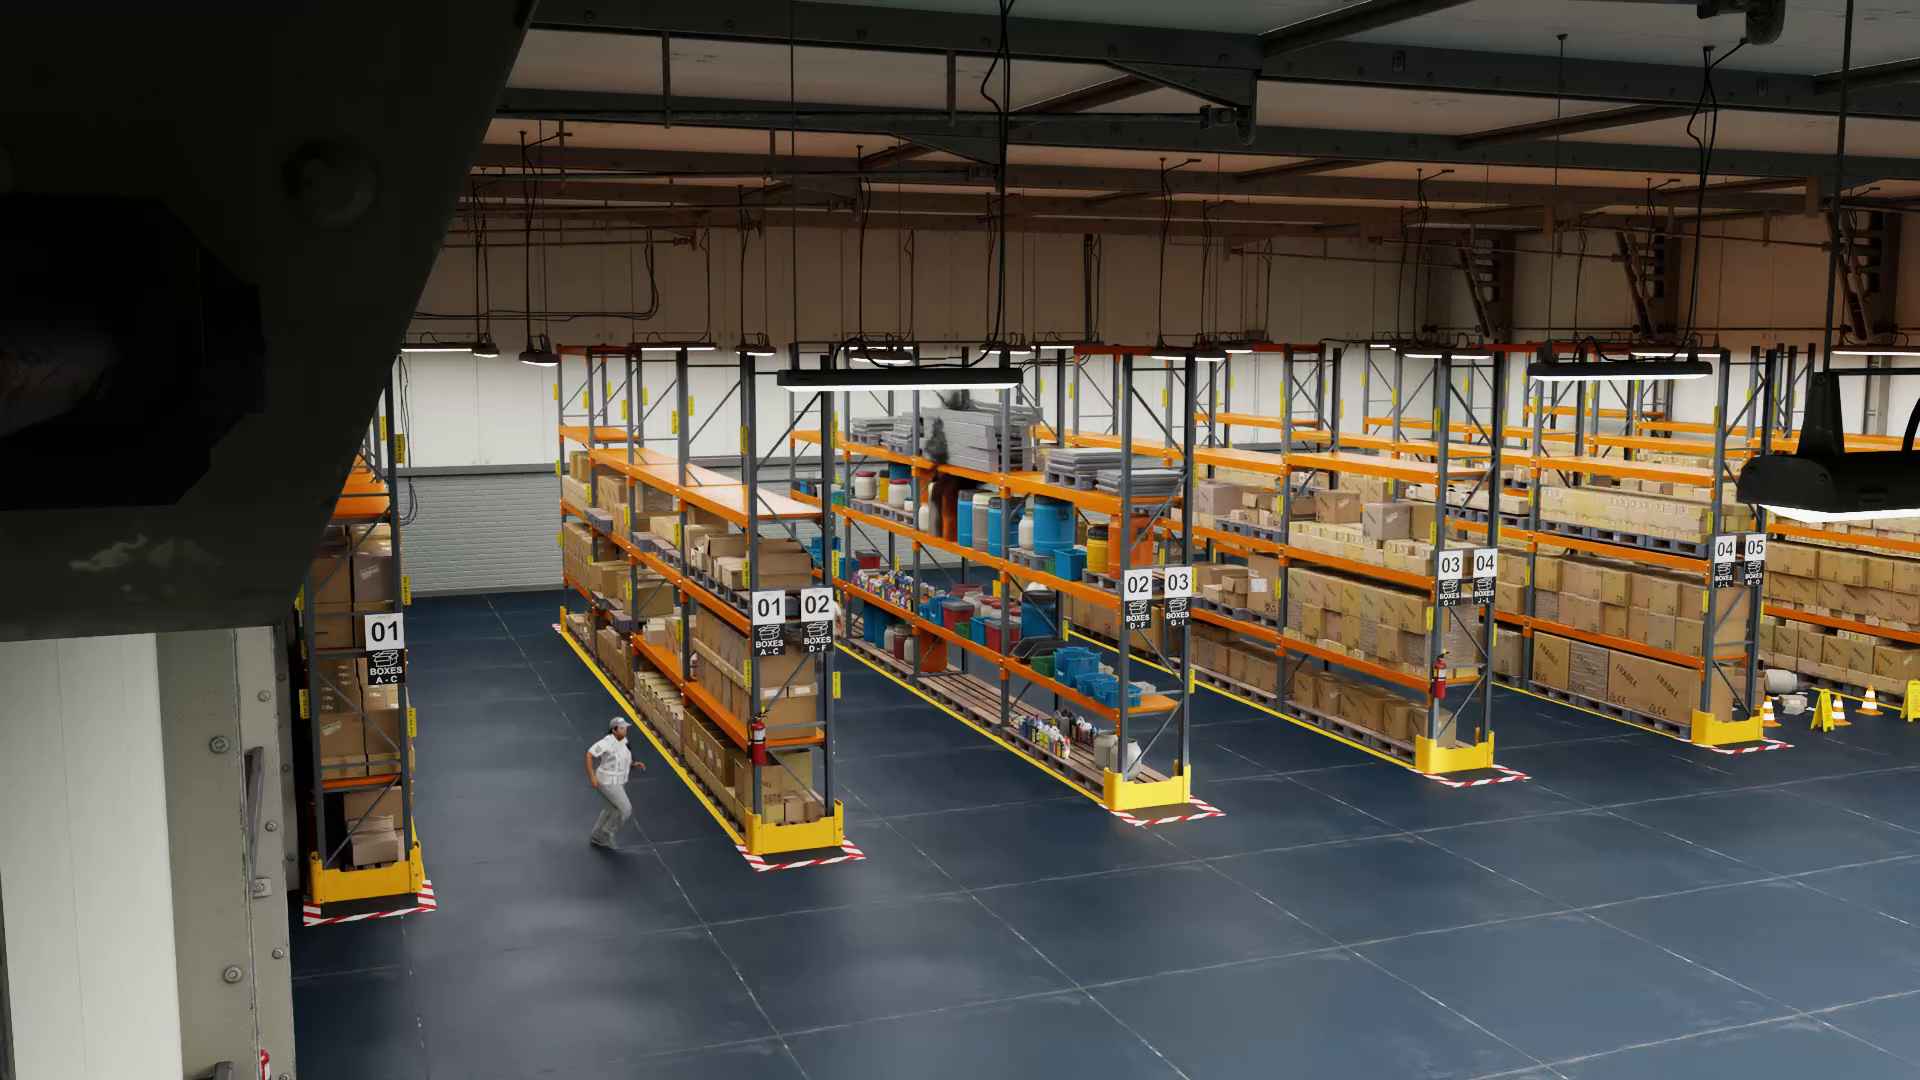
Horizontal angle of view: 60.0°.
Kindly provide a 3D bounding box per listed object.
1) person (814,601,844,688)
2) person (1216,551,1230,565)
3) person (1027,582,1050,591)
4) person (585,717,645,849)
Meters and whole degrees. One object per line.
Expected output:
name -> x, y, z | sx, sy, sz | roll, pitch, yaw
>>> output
person -> -2.279, 1.628, 28.026 | 0.723, 1.756, 0.590 | -4, 8, -27
person -> 6.675, 0.244, 41.554 | 0.621, 1.715, 0.737 | 3, 8, 21
person -> 1.444, 1.358, 30.961 | 0.638, 1.750, 0.855 | -5, 9, -32
person -> -4.204, 2.963, 20.217 | 0.766, 1.630, 0.640 | 2, 8, 17
